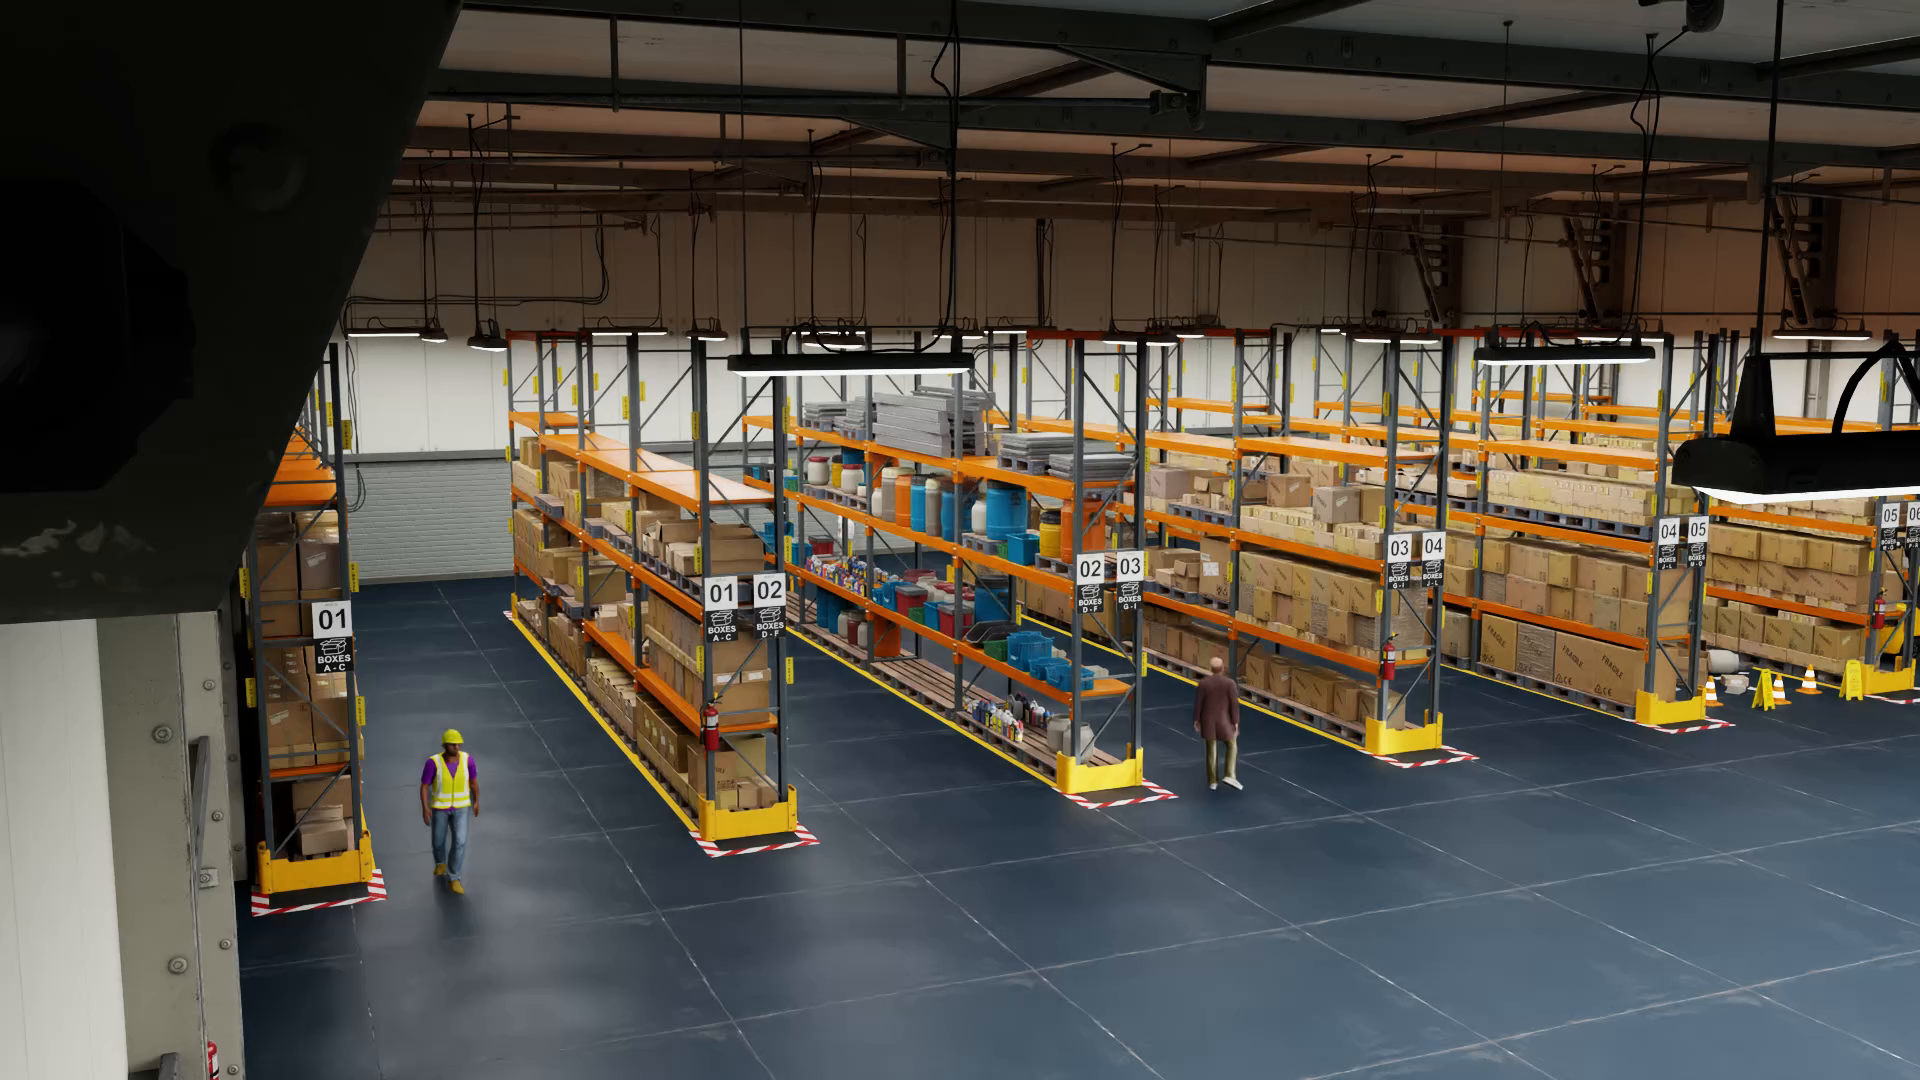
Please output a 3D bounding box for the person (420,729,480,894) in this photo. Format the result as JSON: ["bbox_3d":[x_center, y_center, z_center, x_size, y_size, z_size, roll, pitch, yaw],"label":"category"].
[{"bbox_3d":[-5.655,2.982,18.492,0.665,1.765,0.773,-4,9,-28],"label":"person"}]

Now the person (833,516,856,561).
[{"bbox_3d":[-2.851,-0.038,40.743,0.677,1.641,0.492,2,8,16],"label":"person"}]

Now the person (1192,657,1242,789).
[{"bbox_3d":[3.457,2.452,22.268,0.691,1.811,0.471,3,8,19],"label":"person"}]
